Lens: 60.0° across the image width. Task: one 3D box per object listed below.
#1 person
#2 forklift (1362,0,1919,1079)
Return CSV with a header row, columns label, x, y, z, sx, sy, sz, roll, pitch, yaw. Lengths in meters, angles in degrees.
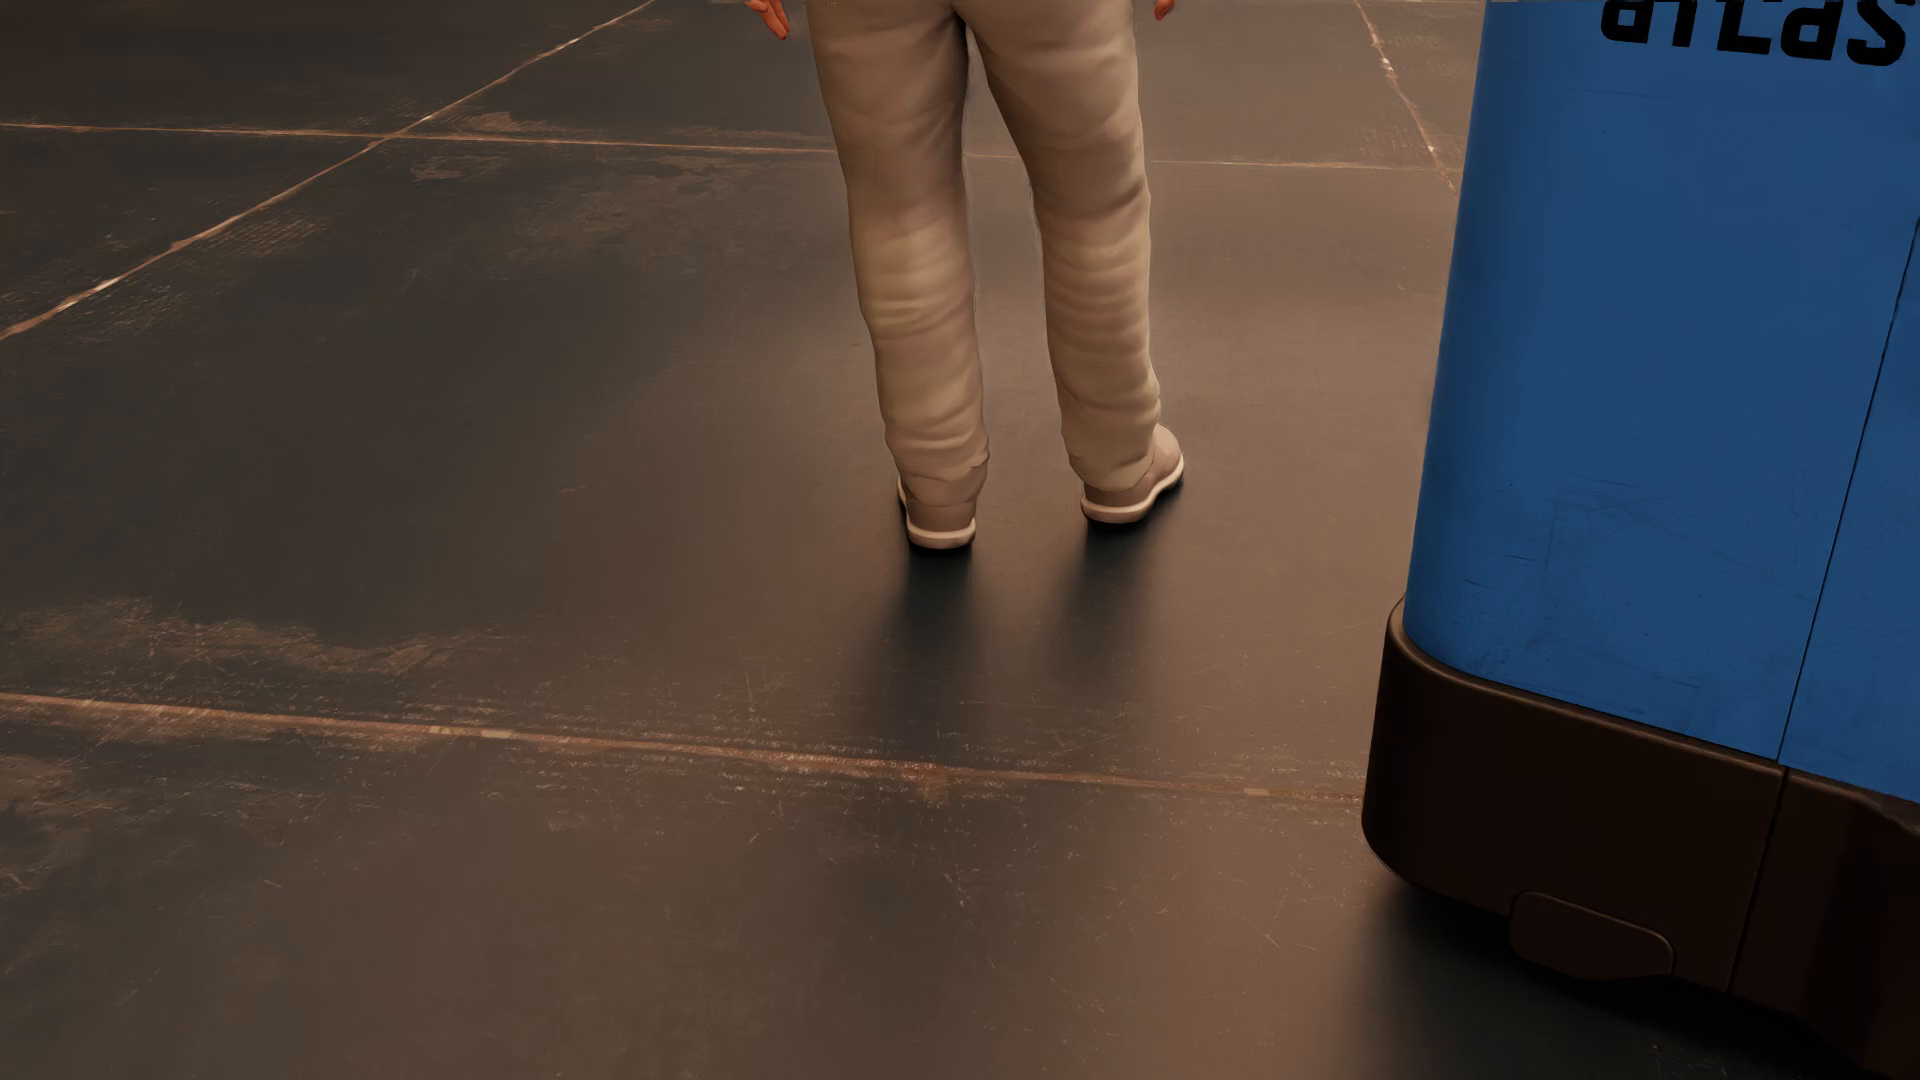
label,x,y,z,sx,sy,sz,roll,pitch,yaw
person,0.016,-0.839,2.173,0.652,1.780,0.561,3,27,6
forklift,1.936,-0.758,0.736,3.031,2.935,1.130,16,31,29
